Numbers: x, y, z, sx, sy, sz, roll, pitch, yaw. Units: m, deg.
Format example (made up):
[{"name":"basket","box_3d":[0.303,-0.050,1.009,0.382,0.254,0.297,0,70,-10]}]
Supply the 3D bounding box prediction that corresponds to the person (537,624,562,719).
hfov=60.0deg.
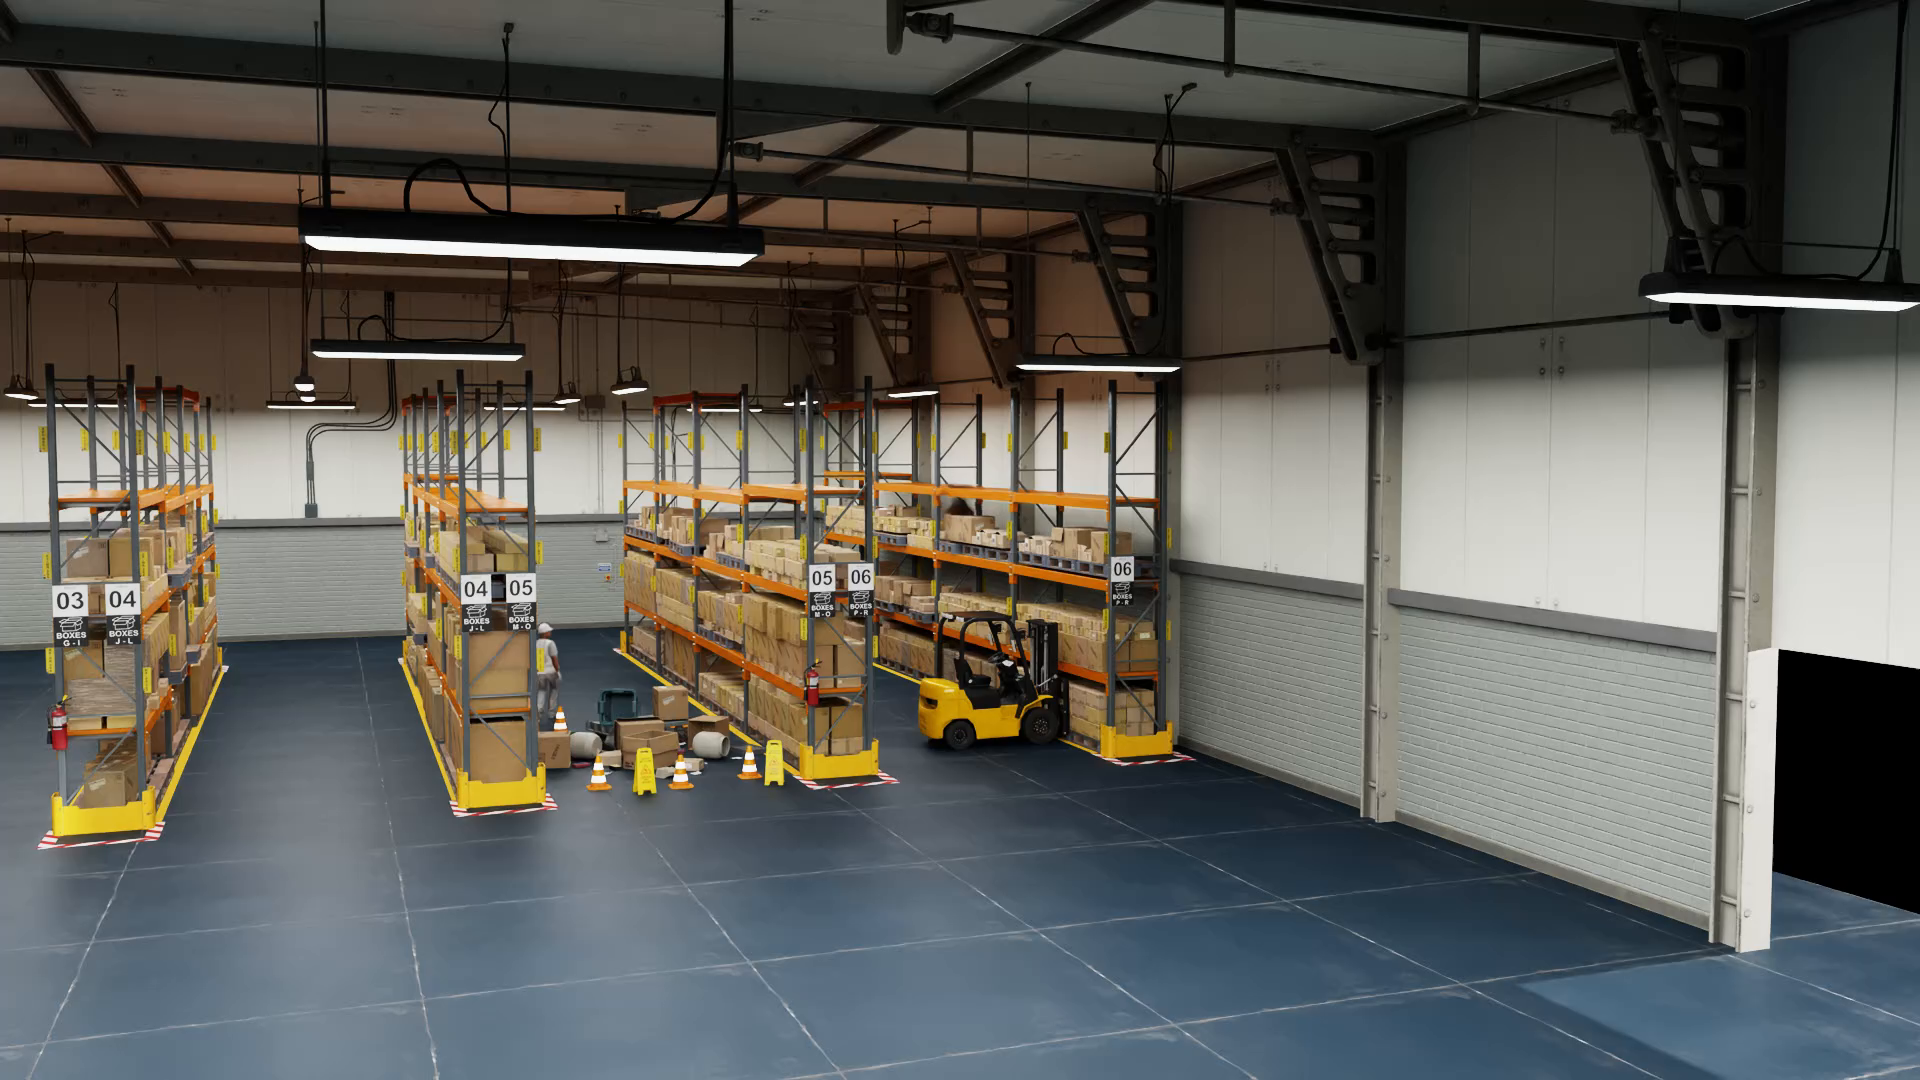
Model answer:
[{"name":"person","box_3d":[-7.480,2.383,30.177,0.592,1.742,0.582,0,3,4]}]
